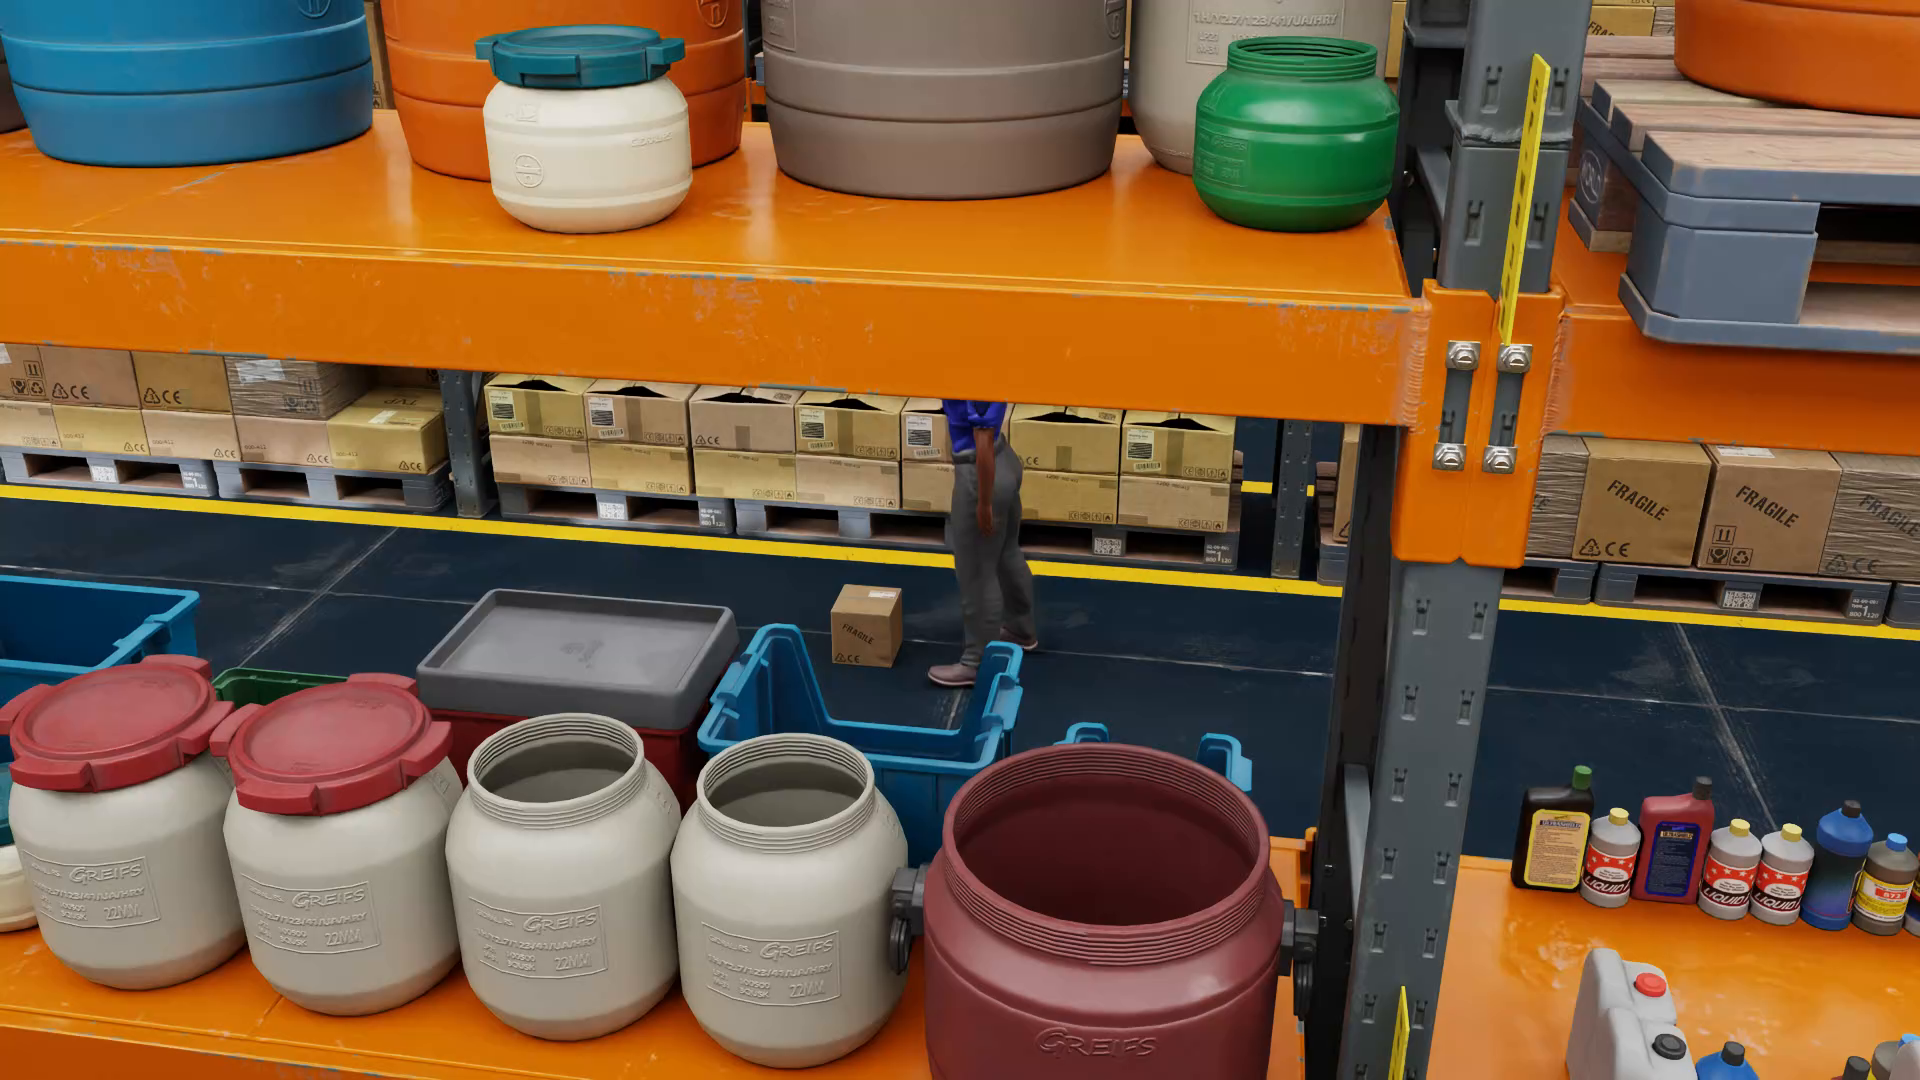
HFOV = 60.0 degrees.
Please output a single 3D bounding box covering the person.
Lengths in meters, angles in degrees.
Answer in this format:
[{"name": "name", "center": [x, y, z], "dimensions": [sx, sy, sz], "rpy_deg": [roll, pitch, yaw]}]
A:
[{"name": "person", "center": [0.102, -0.239, 6.617], "dimensions": [0.413, 1.659, 0.503], "rpy_deg": [4, 25, 9]}]
